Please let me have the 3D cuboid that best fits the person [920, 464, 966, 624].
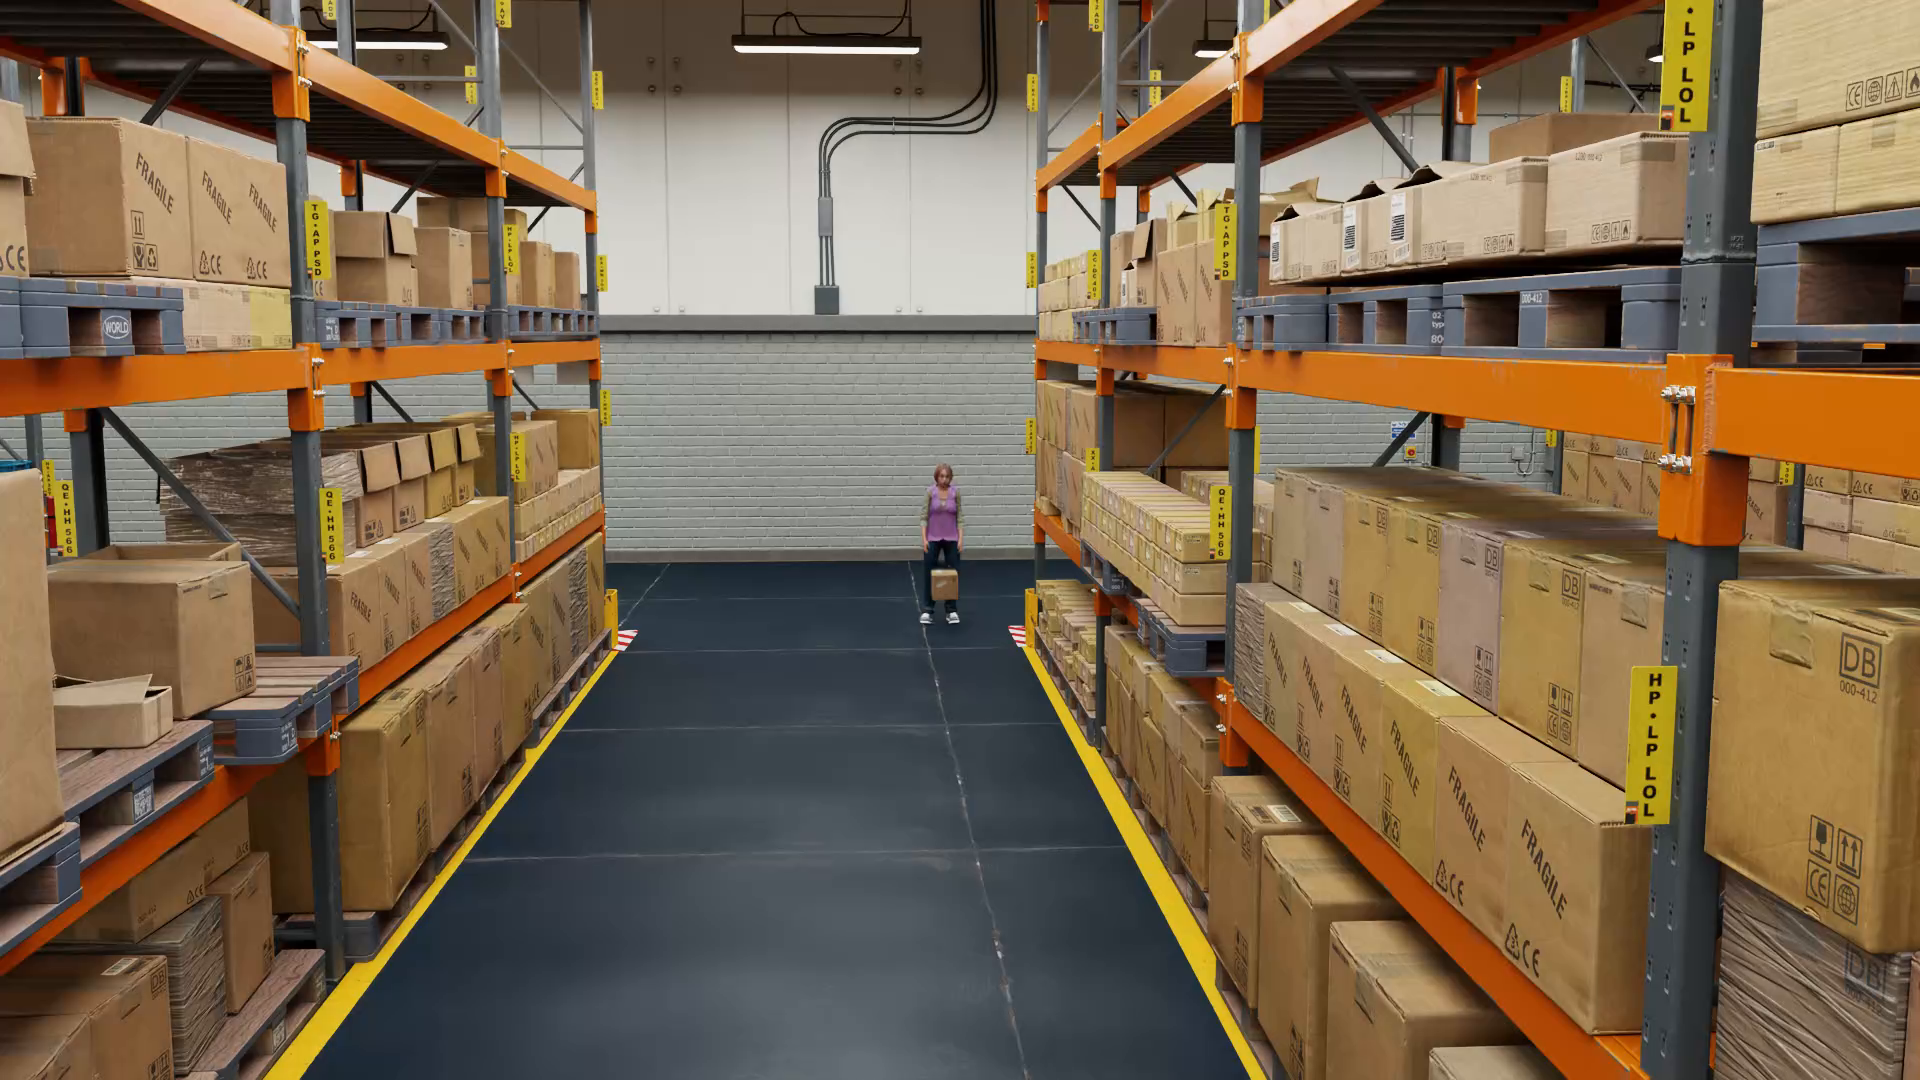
[{"bbox_3d":[-0.172,0.032,16.543,0.468,1.593,0.350,-1,7,-4],"label":"person"}]
